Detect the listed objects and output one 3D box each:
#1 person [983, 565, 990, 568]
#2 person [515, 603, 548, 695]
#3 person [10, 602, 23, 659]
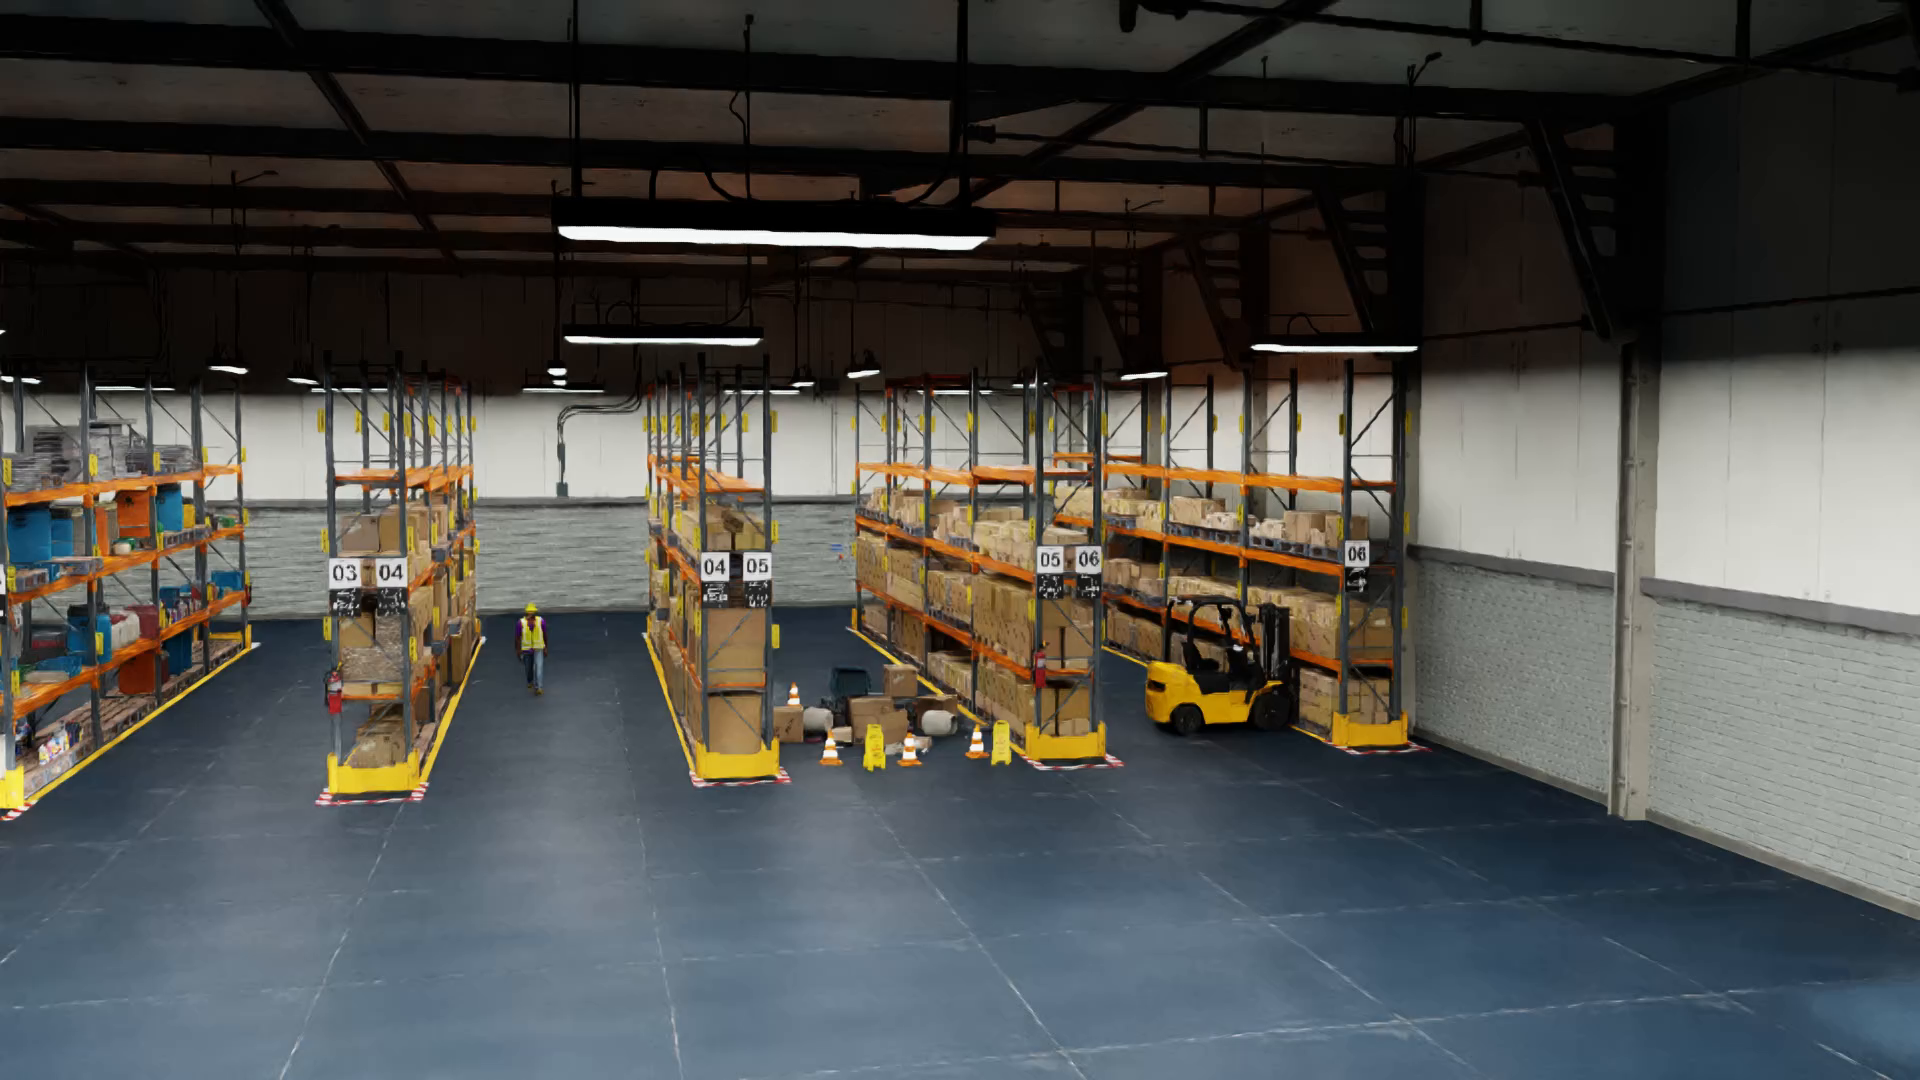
[{"bbox_3d":[0.660,1.345,40.084,0.587,1.716,0.731,0,4,-7],"label":"person"},{"bbox_3d":[-7.961,1.999,30.883,0.577,1.691,1.121,-1,4,-11],"label":"person"},{"bbox_3d":[-19.443,1.724,34.237,0.419,1.770,0.690,-1,4,-19],"label":"person"}]
